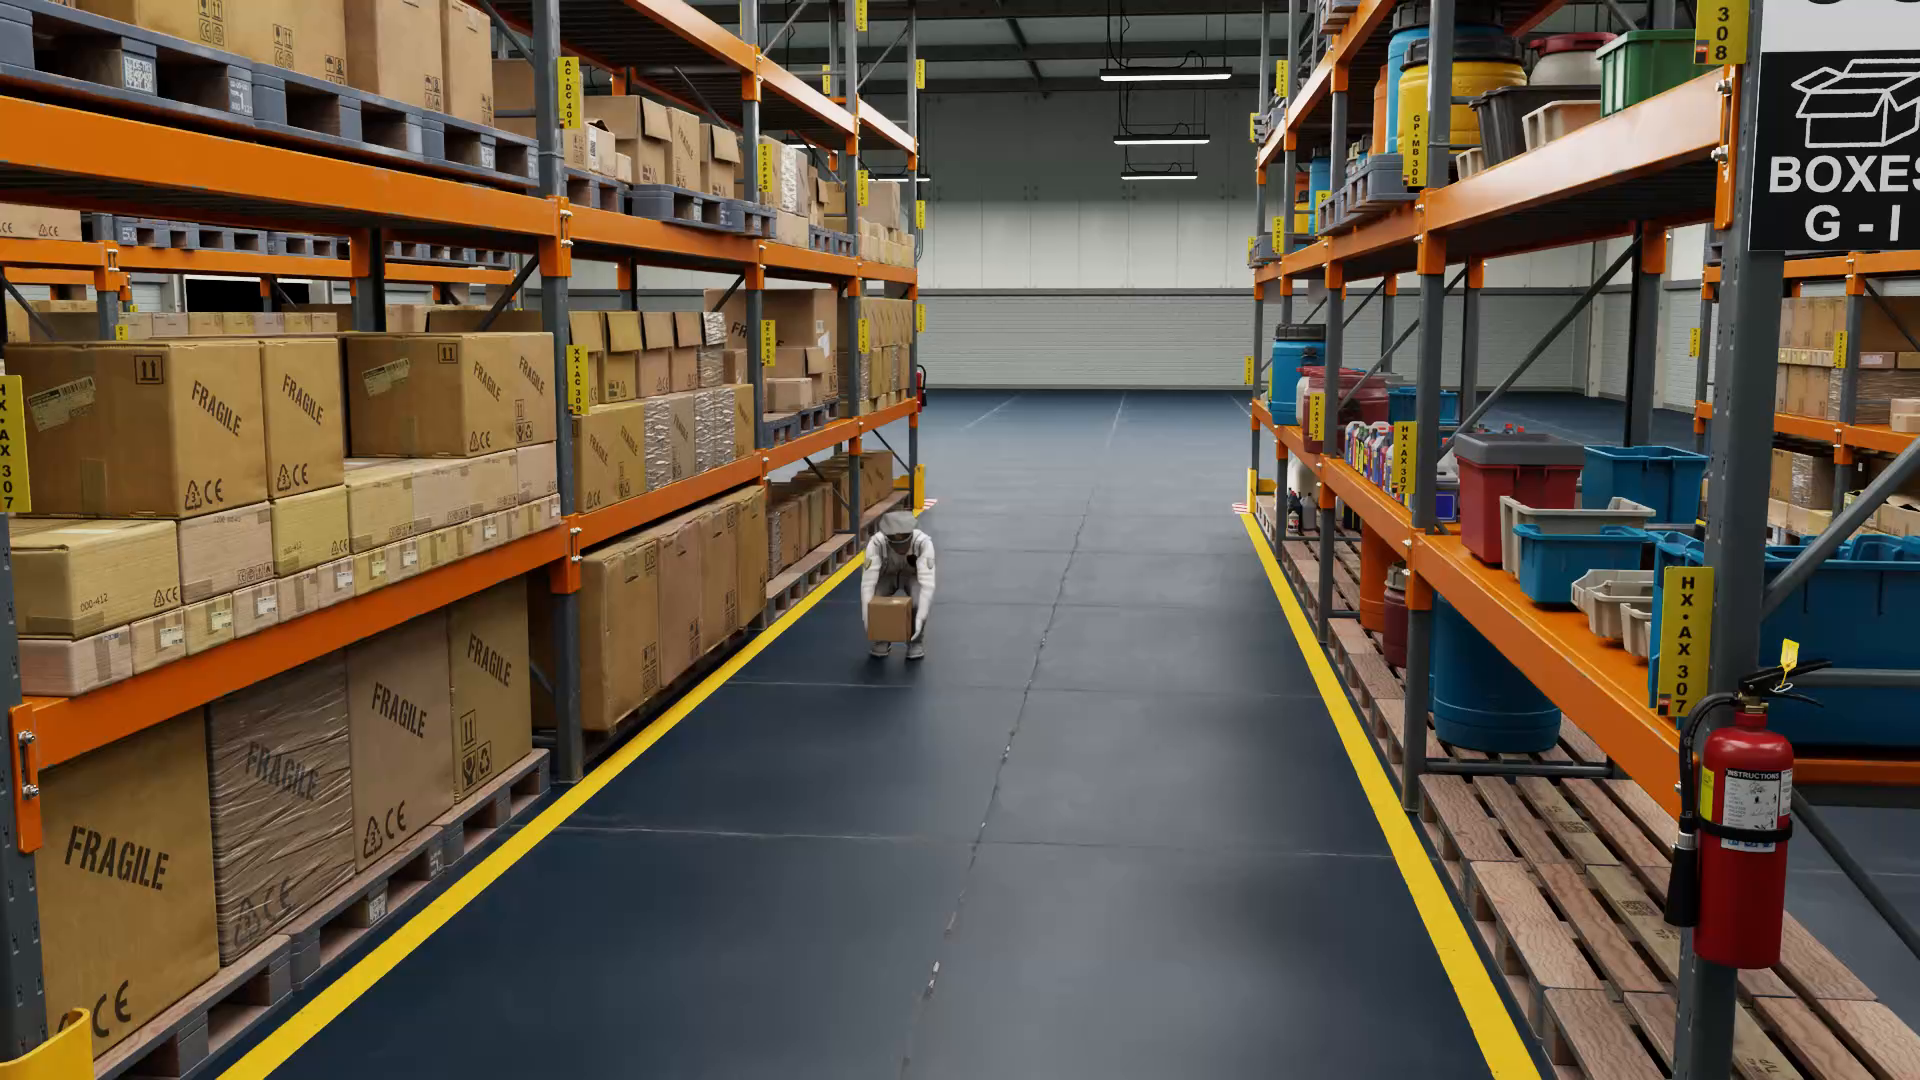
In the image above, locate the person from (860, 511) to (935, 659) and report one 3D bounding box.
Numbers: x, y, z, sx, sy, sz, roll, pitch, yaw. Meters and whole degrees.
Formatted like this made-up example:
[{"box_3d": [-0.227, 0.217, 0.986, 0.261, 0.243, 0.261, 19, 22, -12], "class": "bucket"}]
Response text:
[{"box_3d": [-0.393, 0.288, 11.101, 0.499, 1.020, 0.820, 1, 8, 6], "class": "person"}]
